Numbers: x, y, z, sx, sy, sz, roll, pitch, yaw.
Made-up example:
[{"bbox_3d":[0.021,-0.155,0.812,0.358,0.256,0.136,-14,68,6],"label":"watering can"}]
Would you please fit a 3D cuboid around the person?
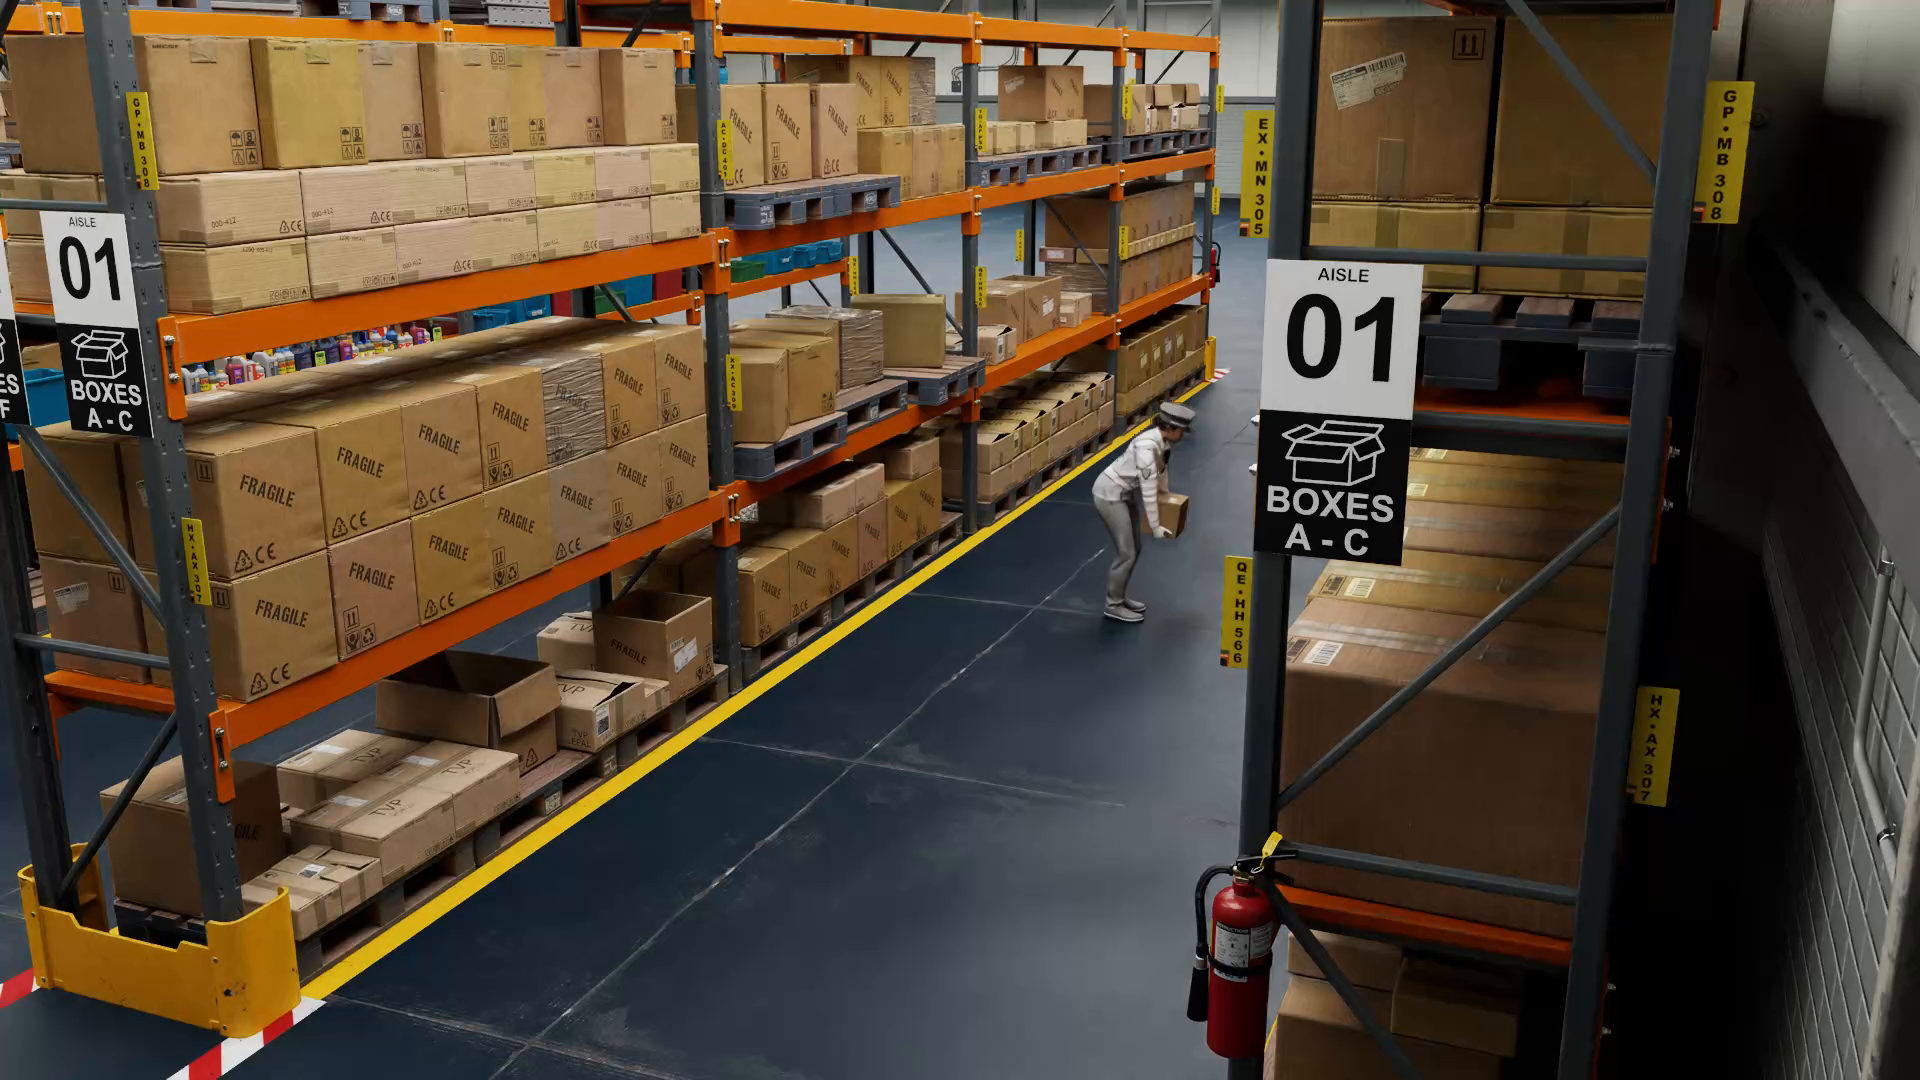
[{"bbox_3d":[1.261,-0.198,11.503,0.695,1.530,0.406,6,17,20],"label":"person"}]
